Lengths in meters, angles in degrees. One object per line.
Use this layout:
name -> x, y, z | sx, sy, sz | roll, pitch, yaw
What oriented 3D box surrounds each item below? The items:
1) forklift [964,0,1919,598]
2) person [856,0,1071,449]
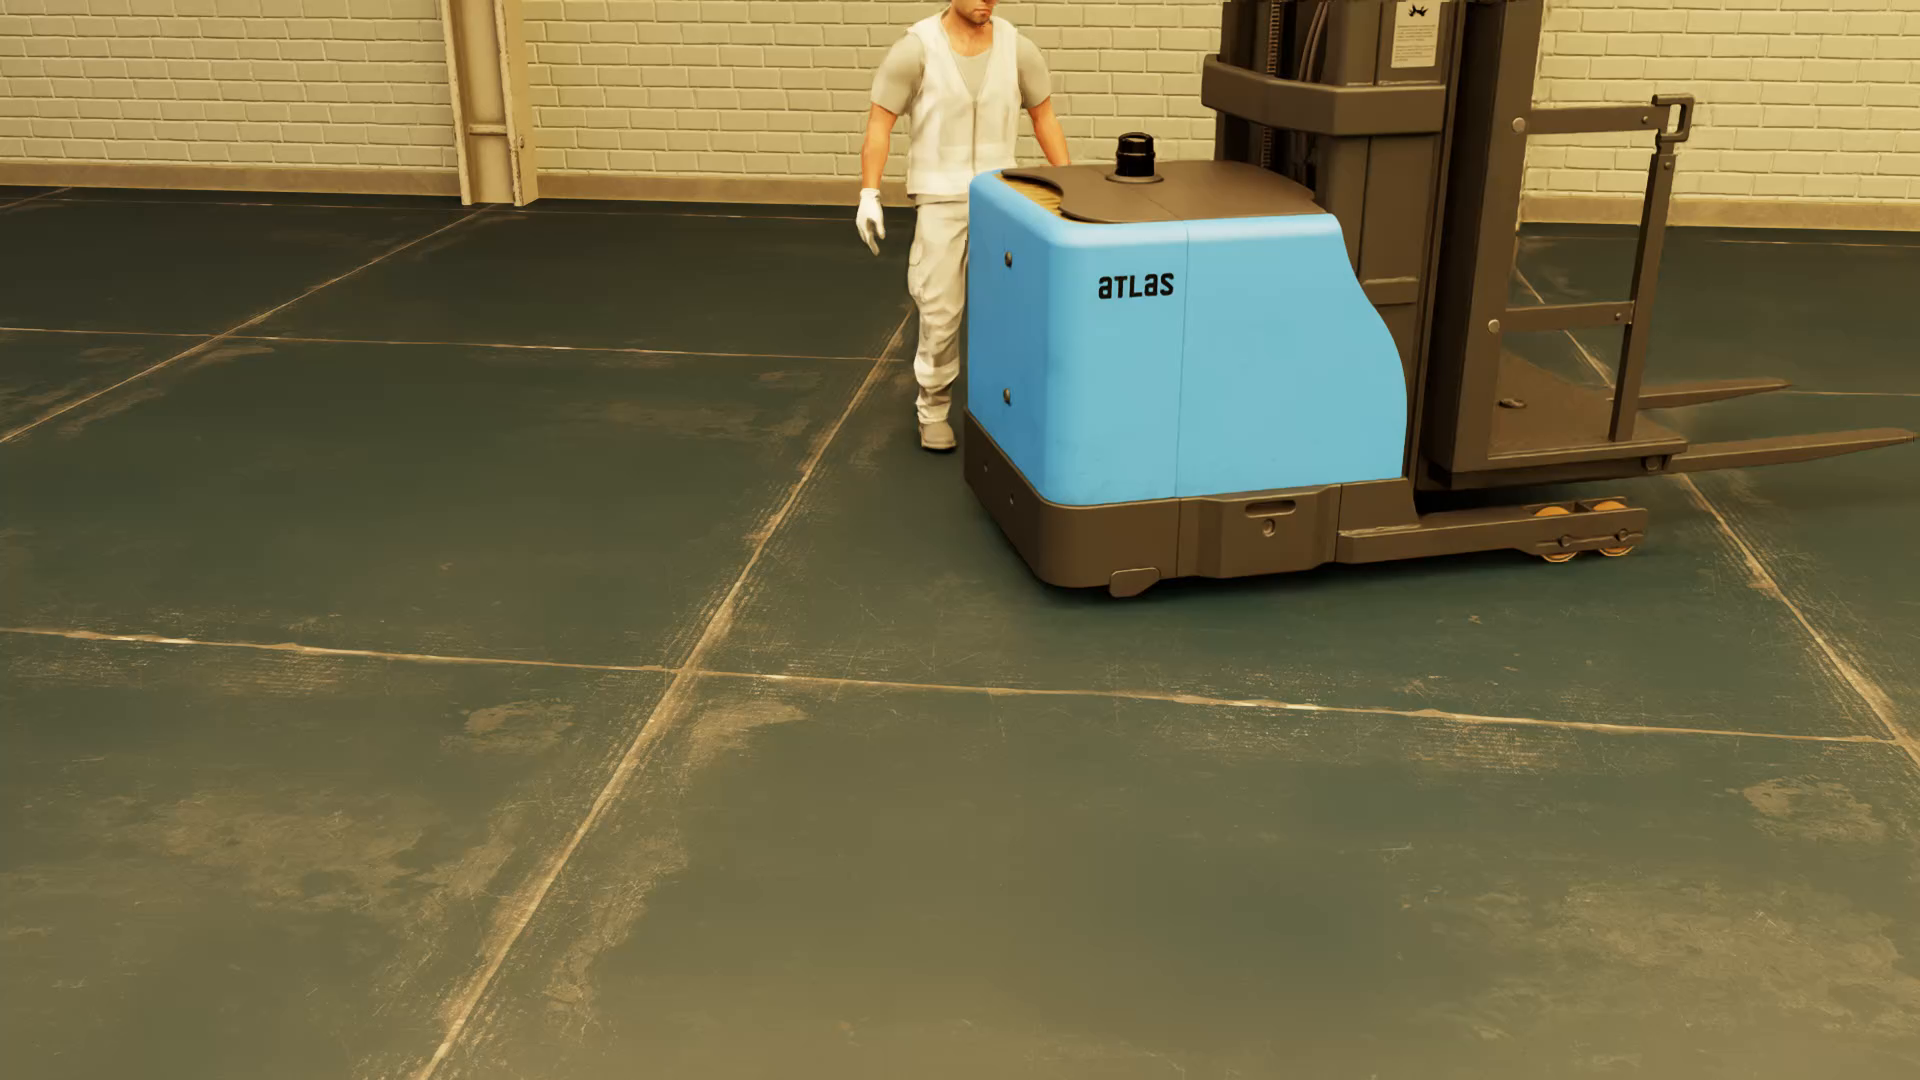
forklift -> 1.587, -1.477, 4.921 | 3.031, 2.935, 1.130 | -5, 23, -13
person -> 0.041, -1.167, 5.738 | 0.815, 1.754, 0.398 | -7, 23, -17
